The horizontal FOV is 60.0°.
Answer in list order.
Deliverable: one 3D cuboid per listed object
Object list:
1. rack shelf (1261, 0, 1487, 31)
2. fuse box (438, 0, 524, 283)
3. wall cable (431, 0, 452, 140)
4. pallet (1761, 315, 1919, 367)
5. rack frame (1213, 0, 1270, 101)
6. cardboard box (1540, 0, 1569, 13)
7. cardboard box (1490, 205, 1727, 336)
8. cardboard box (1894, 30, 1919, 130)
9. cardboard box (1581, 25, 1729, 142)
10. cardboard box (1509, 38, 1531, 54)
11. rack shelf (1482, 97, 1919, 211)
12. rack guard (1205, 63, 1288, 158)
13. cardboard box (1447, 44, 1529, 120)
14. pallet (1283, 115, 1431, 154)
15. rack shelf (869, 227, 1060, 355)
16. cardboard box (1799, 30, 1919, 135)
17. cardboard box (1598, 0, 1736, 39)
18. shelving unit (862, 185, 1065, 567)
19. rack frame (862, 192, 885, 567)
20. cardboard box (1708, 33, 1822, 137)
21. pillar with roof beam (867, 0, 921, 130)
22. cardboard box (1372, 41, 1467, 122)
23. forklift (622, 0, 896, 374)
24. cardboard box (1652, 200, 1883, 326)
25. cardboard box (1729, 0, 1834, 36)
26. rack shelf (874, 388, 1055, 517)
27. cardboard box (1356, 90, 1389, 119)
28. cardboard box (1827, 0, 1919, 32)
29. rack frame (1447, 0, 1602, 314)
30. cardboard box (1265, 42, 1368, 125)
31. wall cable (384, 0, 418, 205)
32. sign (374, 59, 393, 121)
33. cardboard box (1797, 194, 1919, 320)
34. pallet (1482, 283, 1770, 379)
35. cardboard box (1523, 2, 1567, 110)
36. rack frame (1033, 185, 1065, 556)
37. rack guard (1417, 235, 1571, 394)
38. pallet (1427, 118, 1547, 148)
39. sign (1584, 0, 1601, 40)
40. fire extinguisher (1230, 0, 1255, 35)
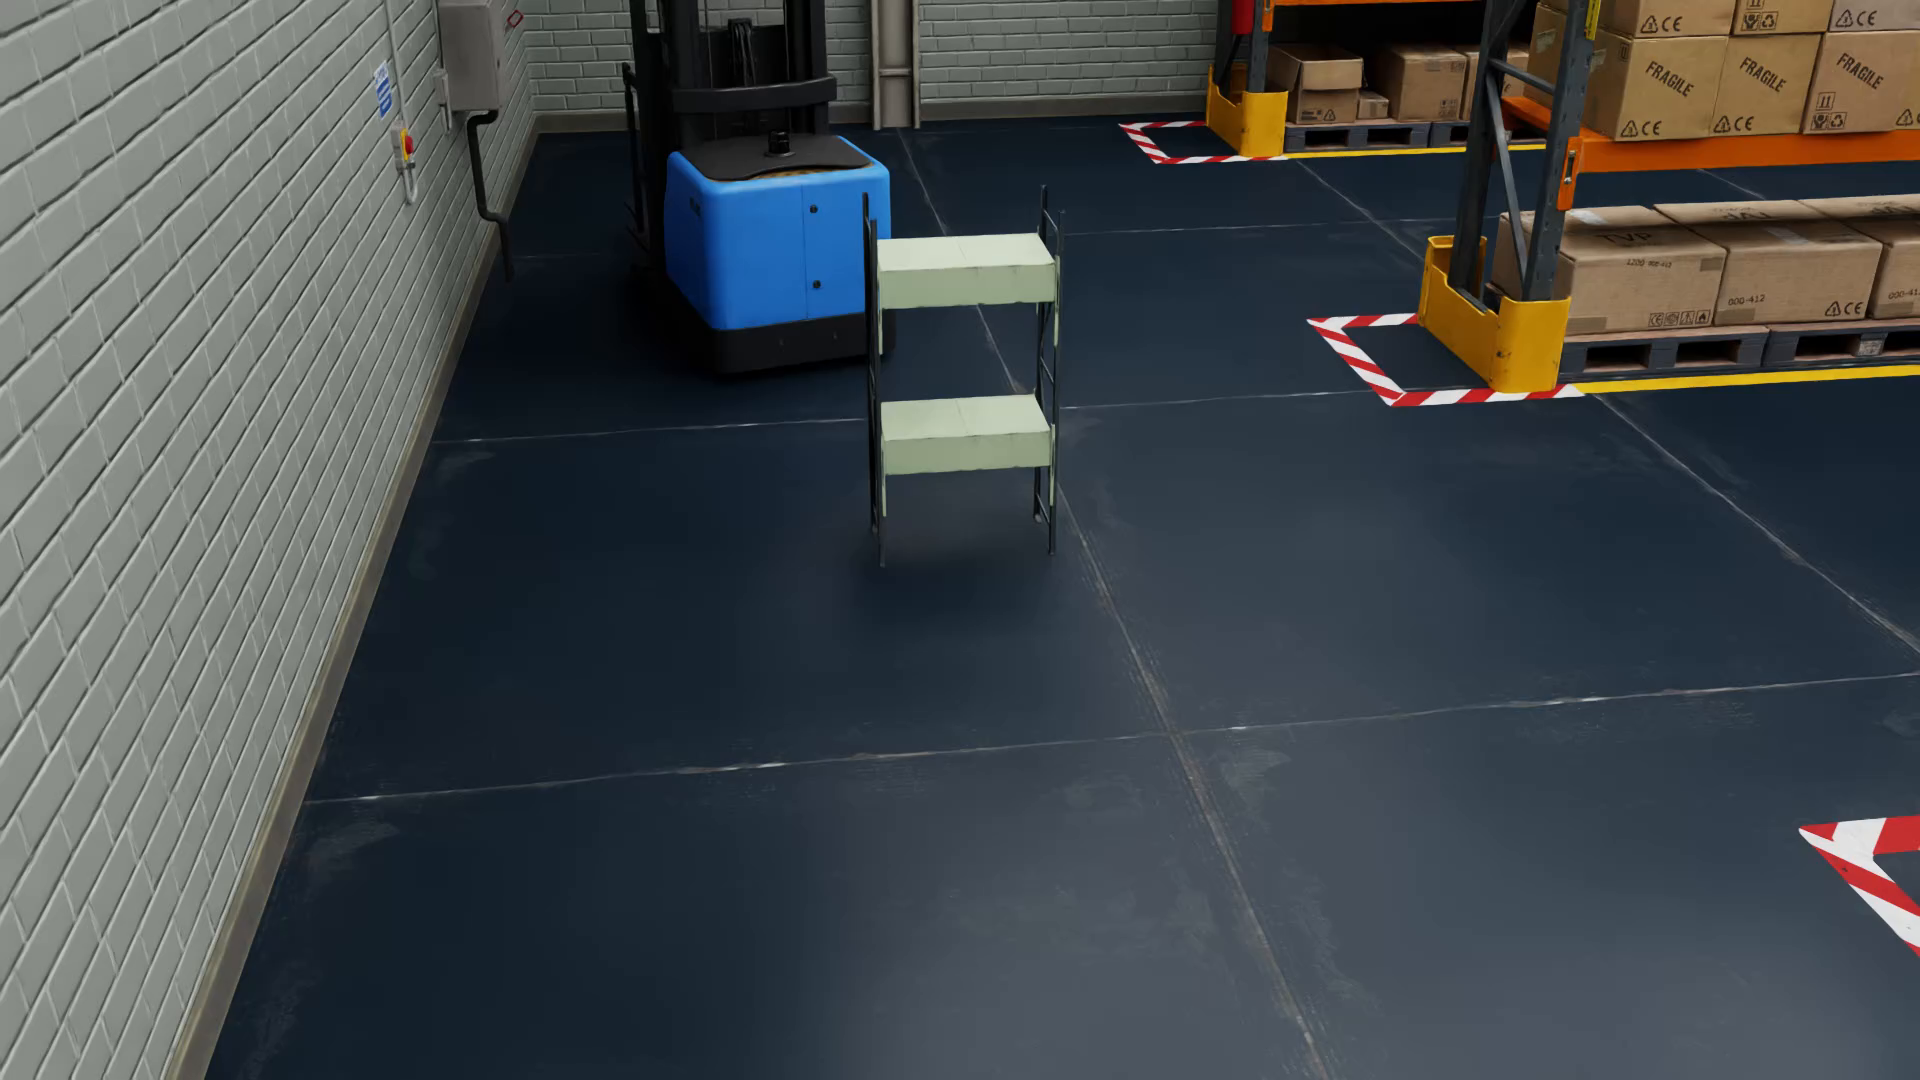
[{"bbox_3d":[4.227,-4.429,13.384,4.000,0.370,1.077,-4,27,-7],"label":"rack shelf"},{"bbox_3d":[-2.787,-2.395,10.043,0.414,1.711,0.539,-4,27,-7],"label":"fuse box"},{"bbox_3d":[-2.848,-3.101,8.896,0.122,1.984,0.588,-4,27,-7],"label":"wall cable"},{"bbox_3d":[4.928,-1.300,9.552,1.213,0.211,1.003,-4,27,-7],"label":"pallet"},{"bbox_3d":[2.246,-4.622,12.972,0.127,3.000,1.000,-4,27,-7],"label":"rack frame"},{"bbox_3d":[3.386,-3.006,8.618,0.500,0.500,0.500,-3,27,-5],"label":"cardboard box"},{"bbox_3d":[3.581,-1.512,9.258,0.875,0.438,0.875,-5,28,-9],"label":"cardboard box"},{"bbox_3d":[4.954,-2.432,8.594,0.500,0.500,0.500,-3,27,-5],"label":"cardboard box"},{"bbox_3d":[3.457,-2.323,8.383,0.500,0.500,0.500,-4,27,-8],"label":"cardboard box"},{"bbox_3d":[4.745,-3.795,13.639,0.500,0.500,0.700,-5,28,-9],"label":"cardboard box"},{"bbox_3d":[4.922,-2.185,9.011,4.000,0.370,1.077,-4,27,-7],"label":"rack shelf"},{"bbox_3d":[2.322,-3.515,13.552,0.348,0.500,1.175,-4,27,-7],"label":"rack guard"},{"bbox_3d":[4.255,-3.718,13.488,0.500,0.500,0.500,-3,27,-6],"label":"cardboard box"},{"bbox_3d":[3.111,-3.437,13.718,1.213,0.211,1.003,-4,27,-7],"label":"pallet"},{"bbox_3d":[0.007,-1.015,6.730,0.720,0.370,0.431,-4,27,-7],"label":"rack shelf"},{"bbox_3d":[4.460,-2.392,8.517,0.500,0.500,0.500,-4,27,-7],"label":"cardboard box"},{"bbox_3d":[3.457,-2.769,8.157,0.500,0.500,0.500,-4,27,-8],"label":"cardboard box"},{"bbox_3d":[0.007,-0.668,6.908,0.755,1.500,0.431,-4,27,-7],"label":"shelving unit"},{"bbox_3d":[-0.356,-0.644,6.863,0.023,1.500,0.400,-4,27,-7],"label":"rack frame"},{"bbox_3d":[3.954,-2.368,8.470,0.500,0.500,0.500,-4,27,-8],"label":"cardboard box"},{"bbox_3d":[0.051,-5.581,8.269,0.400,9.000,9.100,-4,27,-7],"label":"pillar with roof beam"},{"bbox_3d":[3.717,-3.729,13.511,0.500,0.500,0.700,-3,27,-5],"label":"cardboard box"},{"bbox_3d":[-1.383,-2.836,9.567,1.130,2.935,3.031,-11,29,-20],"label":"forklift"},{"bbox_3d":[4.486,-1.574,9.379,0.875,0.438,0.875,-3,27,-6],"label":"cardboard box"},{"bbox_3d":[3.967,-2.805,8.227,0.500,0.500,0.500,-4,27,-9],"label":"cardboard box"},{"bbox_3d":[0.007,-0.378,7.057,0.720,0.370,0.431,-4,27,-7],"label":"rack shelf"},{"bbox_3d":[3.291,-3.546,13.538,0.250,0.149,0.380,-5,28,-9],"label":"cardboard box"},{"bbox_3d":[4.476,-2.842,8.297,0.500,0.500,0.500,-4,27,-8],"label":"cardboard box"},{"bbox_3d":[2.942,-2.378,8.599,0.127,3.000,1.000,-4,27,-7],"label":"rack frame"},{"bbox_3d":[2.865,-3.694,13.438,0.637,0.503,0.797,-5,28,-9],"label":"cardboard box"},{"bbox_3d":[-2.639,-2.475,7.640,0.123,1.953,0.585,-4,27,-7],"label":"wall cable"},{"bbox_3d":[-2.693,-2.103,7.768,0.001,0.218,0.327,-4,27,-7],"label":"sign"},{"bbox_3d":[5.380,-1.631,9.489,0.875,0.438,0.875,-4,27,-9],"label":"cardboard box"},{"bbox_3d":[3.723,-1.224,9.404,1.213,0.211,1.003,-4,27,-7],"label":"pallet"},{"bbox_3d":[3.382,-2.573,8.869,0.500,0.500,0.500,-4,27,-7],"label":"cardboard box"},{"bbox_3d":[0.369,-0.691,6.954,0.023,1.500,0.400,-4,27,-7],"label":"rack frame"},{"bbox_3d":[2.918,-1.265,9.167,0.348,0.500,1.175,-4,27,-7],"label":"rack guard"},{"bbox_3d":[4.316,-3.513,13.866,1.213,0.211,1.003,-4,27,-7],"label":"pallet"},{"bbox_3d":[3.013,-2.547,7.894,0.005,0.325,0.100,-4,27,-7],"label":"sign"},{"bbox_3d":[2.165,-4.203,12.649,0.183,0.674,0.296,-4,27,-7],"label":"fire extinguisher"}]
